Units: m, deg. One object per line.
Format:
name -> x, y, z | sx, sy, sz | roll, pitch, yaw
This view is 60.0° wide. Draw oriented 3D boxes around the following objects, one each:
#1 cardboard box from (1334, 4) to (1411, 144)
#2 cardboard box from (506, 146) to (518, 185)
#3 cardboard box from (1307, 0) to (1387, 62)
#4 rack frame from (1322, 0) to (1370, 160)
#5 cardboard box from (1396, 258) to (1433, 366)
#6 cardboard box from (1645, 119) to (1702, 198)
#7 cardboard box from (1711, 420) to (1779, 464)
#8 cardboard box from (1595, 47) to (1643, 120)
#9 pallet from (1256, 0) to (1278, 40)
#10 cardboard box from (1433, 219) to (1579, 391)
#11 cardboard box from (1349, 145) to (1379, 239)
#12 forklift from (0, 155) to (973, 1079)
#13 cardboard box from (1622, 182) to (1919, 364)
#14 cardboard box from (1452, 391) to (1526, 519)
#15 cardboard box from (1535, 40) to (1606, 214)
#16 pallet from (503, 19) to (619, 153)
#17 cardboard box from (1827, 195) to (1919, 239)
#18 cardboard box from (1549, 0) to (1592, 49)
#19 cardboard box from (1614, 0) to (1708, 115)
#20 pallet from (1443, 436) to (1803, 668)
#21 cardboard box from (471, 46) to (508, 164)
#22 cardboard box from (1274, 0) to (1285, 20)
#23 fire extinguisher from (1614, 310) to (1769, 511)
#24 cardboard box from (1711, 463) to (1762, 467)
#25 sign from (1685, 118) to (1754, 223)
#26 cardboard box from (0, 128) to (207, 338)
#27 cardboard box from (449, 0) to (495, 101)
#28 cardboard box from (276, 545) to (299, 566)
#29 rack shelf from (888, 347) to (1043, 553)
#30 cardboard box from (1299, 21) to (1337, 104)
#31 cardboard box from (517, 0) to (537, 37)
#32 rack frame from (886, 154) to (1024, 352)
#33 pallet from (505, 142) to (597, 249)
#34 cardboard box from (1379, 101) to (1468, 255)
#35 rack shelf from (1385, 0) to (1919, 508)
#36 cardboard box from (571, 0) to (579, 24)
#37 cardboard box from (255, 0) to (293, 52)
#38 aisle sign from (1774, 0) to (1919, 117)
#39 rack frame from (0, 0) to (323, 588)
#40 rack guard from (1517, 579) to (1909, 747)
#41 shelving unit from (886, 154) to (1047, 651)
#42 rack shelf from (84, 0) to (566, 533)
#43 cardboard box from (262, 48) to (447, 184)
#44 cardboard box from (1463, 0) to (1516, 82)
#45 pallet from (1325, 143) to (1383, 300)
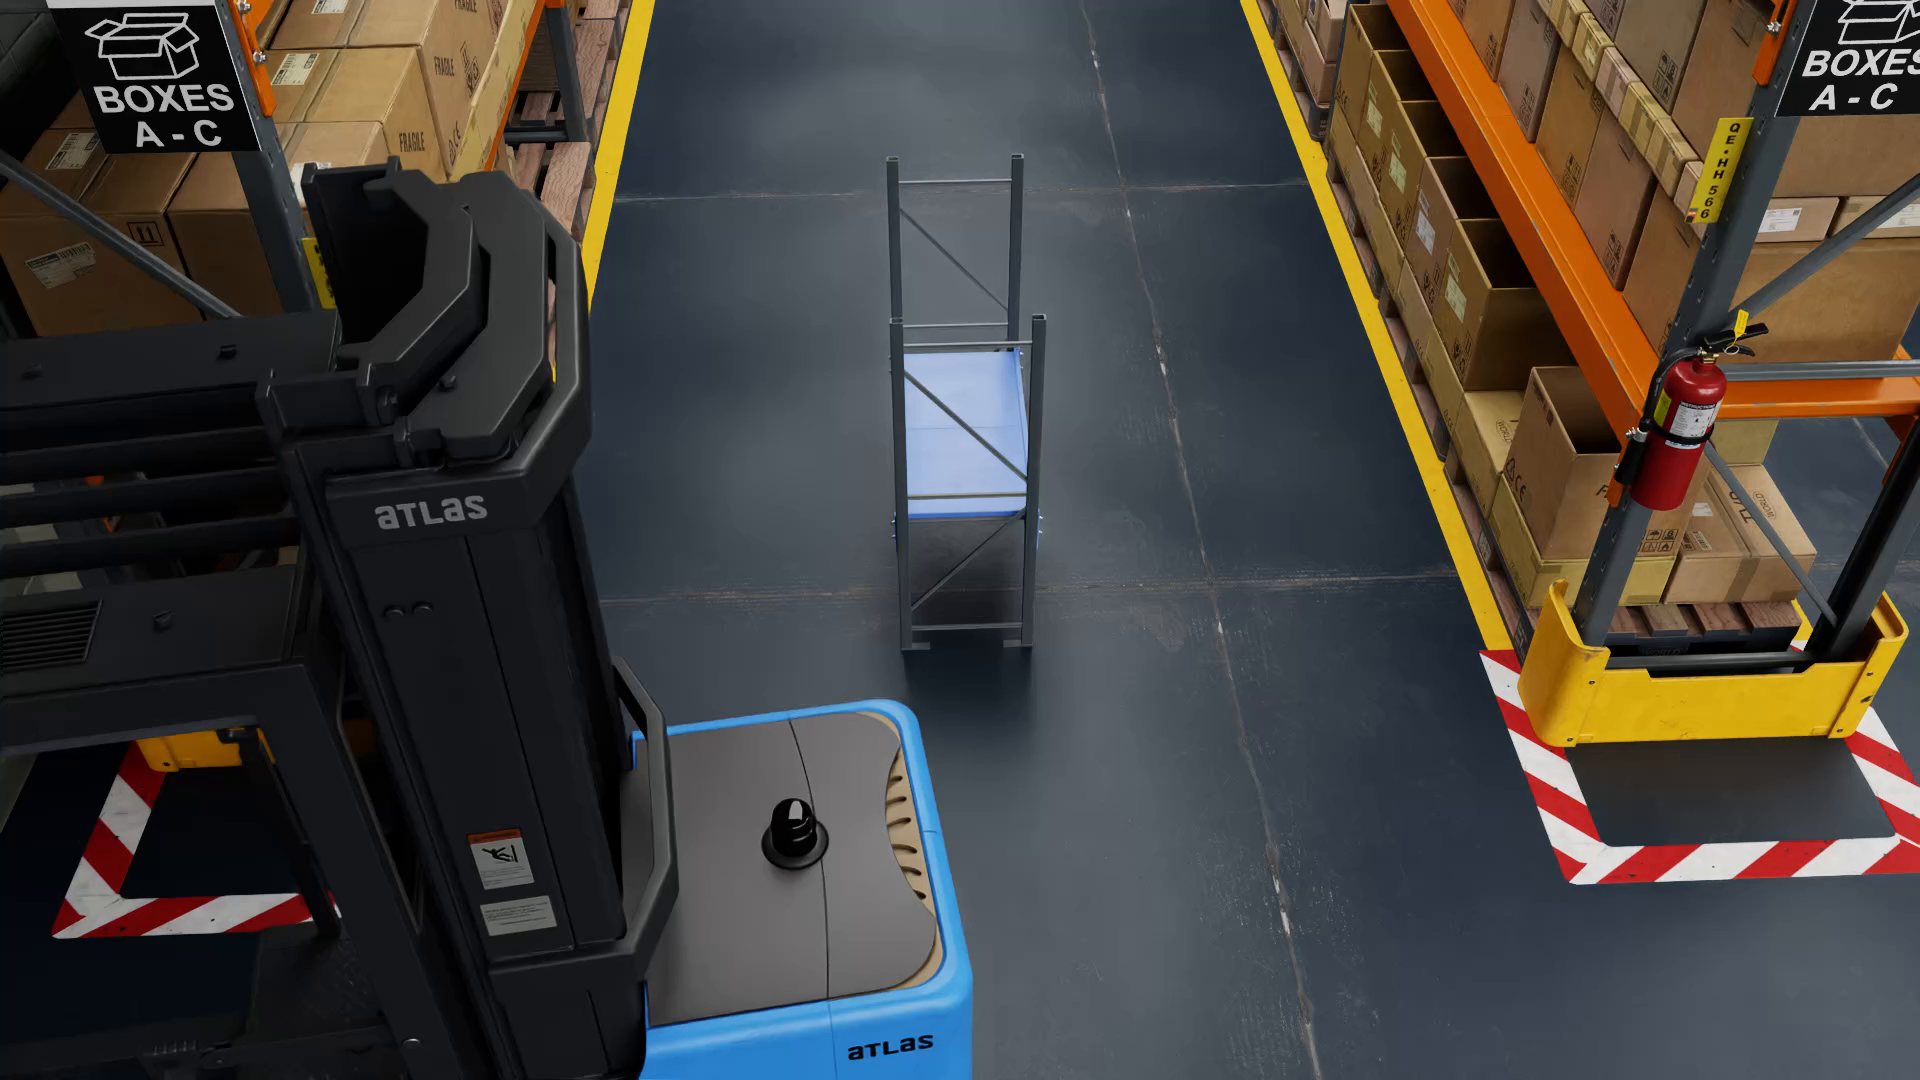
cardboard box -> 2.186, -2.310, 8.219 | 0.500, 0.500, 0.500 | -2, 43, -2
cardboard box -> -2.417, -1.827, 8.295 | 0.380, 0.166, 0.250 | -7, 43, -7
cardboard box -> 2.176, -2.827, 8.924 | 0.500, 0.311, 0.500 | -2, 43, -2
rack frame -> 2.480, -3.214, 8.037 | 1.000, 3.000, 0.127 | -2, 43, -2
cardboard box -> 2.256, -1.021, 7.368 | 0.500, 0.250, 0.500 | -2, 43, -2
cardboard box -> 2.430, -1.219, 5.306 | 0.380, 0.149, 0.250 | -1, 43, -1
cardboard box -> 2.826, -0.637, 6.395 | 0.500, 0.500, 0.500 | -2, 43, -2
cardboard box -> 2.411, -1.562, 5.680 | 0.380, 0.149, 0.250 | -1, 43, -1
pallet -> 2.354, -3.508, 10.421 | 1.003, 0.211, 1.213 | -2, 43, -2
cardboard box -> 2.272, -0.960, 6.746 | 0.500, 0.500, 0.500 | -2, 43, -2
cardboard box -> 2.212, -1.696, 8.105 | 0.500, 0.250, 0.500 | -2, 43, -2
forklift -> -1.521, 0.645, 3.877 | 3.031, 2.935, 1.130 | -7, 43, -8
cardboard box -> 2.642, -0.866, 5.401 | 0.700, 0.500, 0.500 | -2, 43, -2
cardboard box -> 2.298, -0.346, 6.632 | 0.500, 0.250, 0.500 | -2, 43, -2
cardboard box -> 2.600, -1.556, 6.154 | 0.700, 0.500, 0.500 | -1, 43, -2
pallet -> -2.504, -2.567, 9.395 | 1.003, 0.211, 1.213 | -2, 43, -2
cardboard box -> 2.848, -1.061, 5.134 | 0.380, 0.149, 0.250 | -2, 43, -2
cardboard box -> 2.386, -1.916, 6.067 | 0.380, 0.149, 0.250 | -1, 43, -1
cardboard box -> 2.612, -1.735, 5.389 | 0.700, 0.500, 0.500 | -3, 43, -3
pallet -> 2.575, -0.001, 6.595 | 1.003, 0.211, 1.213 | -2, 43, -2
cardboard box -> -2.074, -1.695, 6.476 | 0.500, 0.250, 0.500 | -1, 43, -1
cardboard box -> 2.130, -3.314, 9.870 | 0.500, 0.250, 0.500 | -1, 43, -1
fire extinguisher -> 2.190, -0.392, 5.015 | 0.296, 0.674, 0.183 | -2, 43, -2
cardboard box -> 2.824, -0.361, 6.648 | 0.500, 0.250, 0.500 | -2, 43, -2
sign -> 2.107, -1.022, 4.613 | 0.100, 0.325, 0.005 | -2, 43, -2
cardboard box -> -2.532, -0.910, 5.064 | 0.500, 0.500, 0.500 | -2, 43, -2
cardboard box -> -2.080, -1.960, 6.209 | 0.500, 0.500, 0.500 | 0, 43, 0
cardboard box -> -2.239, -0.010, 6.205 | 0.500, 0.311, 0.500 | -6, 43, -7
rack shelf -> 0.004, -0.363, 6.302 | 0.538, 0.185, 1.000 | -2, 43, -2
cardboard box -> 2.172, -2.627, 9.120 | 0.500, 0.250, 0.500 | -2, 43, -2
cardboard box -> -2.134, -2.374, 7.216 | 0.500, 0.250, 0.500 | -1, 43, -2
rack frame -> -0.018, -0.838, 6.555 | 0.500, 1.500, 0.032 | -2, 43, -2
pallet -> -2.406, -1.589, 8.328 | 1.003, 0.211, 1.213 | -2, 43, -2
cardboard box -> 2.229, -1.635, 7.483 | 0.500, 0.500, 0.500 | -2, 43, -2
rack shelf -> 2.565, -1.599, 6.807 | 1.077, 0.370, 4.000 | -2, 43, -2
cardboard box -> -2.589, -3.154, 9.496 | 0.700, 0.500, 0.500 | -2, 43, -3
cardboard box -> -2.570, -1.599, 5.816 | 0.500, 0.500, 0.500 | -3, 43, -3
aisle sign -> 2.359, -1.419, 4.155 | 0.394, 0.787, 0.004 | -2, 43, -2
rack frame -> -2.300, -0.369, 4.933 | 1.000, 3.000, 0.127 | -2, 43, -2
rack guard -> 2.650, 0.424, 5.918 | 1.175, 0.500, 0.348 | -2, 43, -2
shelving unit -> 0.004, -0.495, 6.180 | 0.538, 1.500, 1.048 | -2, 43, -2
rack shelf -> -2.385, -1.454, 6.649 | 1.077, 0.370, 4.000 | -2, 43, -2
cardboard box -> -2.031, -1.263, 5.449 | 0.500, 0.500, 0.500 | -2, 43, -2
cardboard box -> 2.551, -2.257, 6.919 | 0.700, 0.500, 0.500 | -1, 43, -1
pallet -> 2.471, -1.648, 8.392 | 1.003, 0.211, 1.213 | -2, 43, -2
